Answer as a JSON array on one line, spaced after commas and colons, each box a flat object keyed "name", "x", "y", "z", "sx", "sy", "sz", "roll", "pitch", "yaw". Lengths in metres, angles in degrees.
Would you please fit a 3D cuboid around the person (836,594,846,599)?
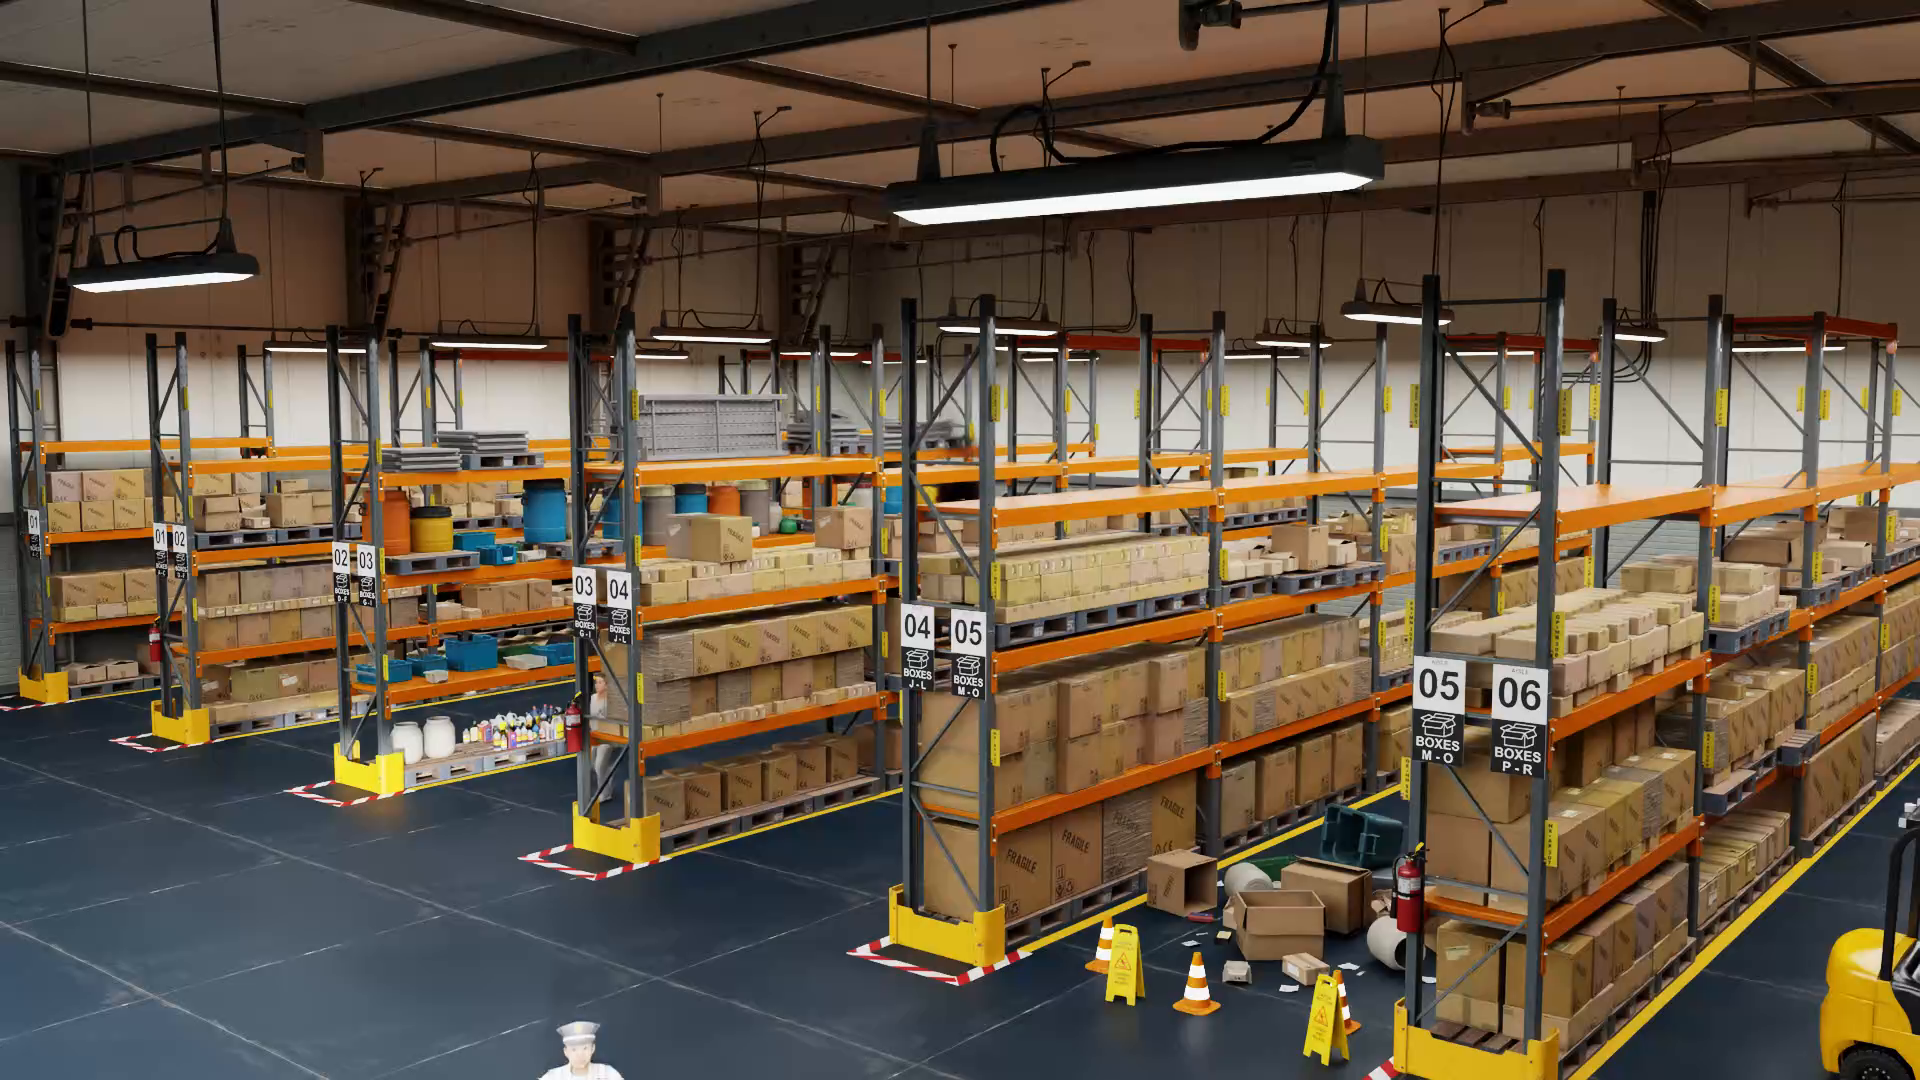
[{"name": "person", "x": -2.255, "y": 1.304, "z": 33.005, "sx": 0.727, "sy": 1.736, "sz": 0.998, "roll": 3, "pitch": 6, "yaw": 31}]

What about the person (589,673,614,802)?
[{"name": "person", "x": -4.481, "y": 2.459, "z": 20.876, "sx": 0.546, "sy": 1.553, "sz": 0.554, "roll": 2, "pitch": 6, "yaw": 25}]

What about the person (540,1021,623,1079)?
[{"name": "person", "x": -2.142, "y": 3.508, "z": 9.402, "sx": 0.616, "sy": 1.660, "sz": 0.554, "roll": -1, "pitch": 5, "yaw": -14}]
